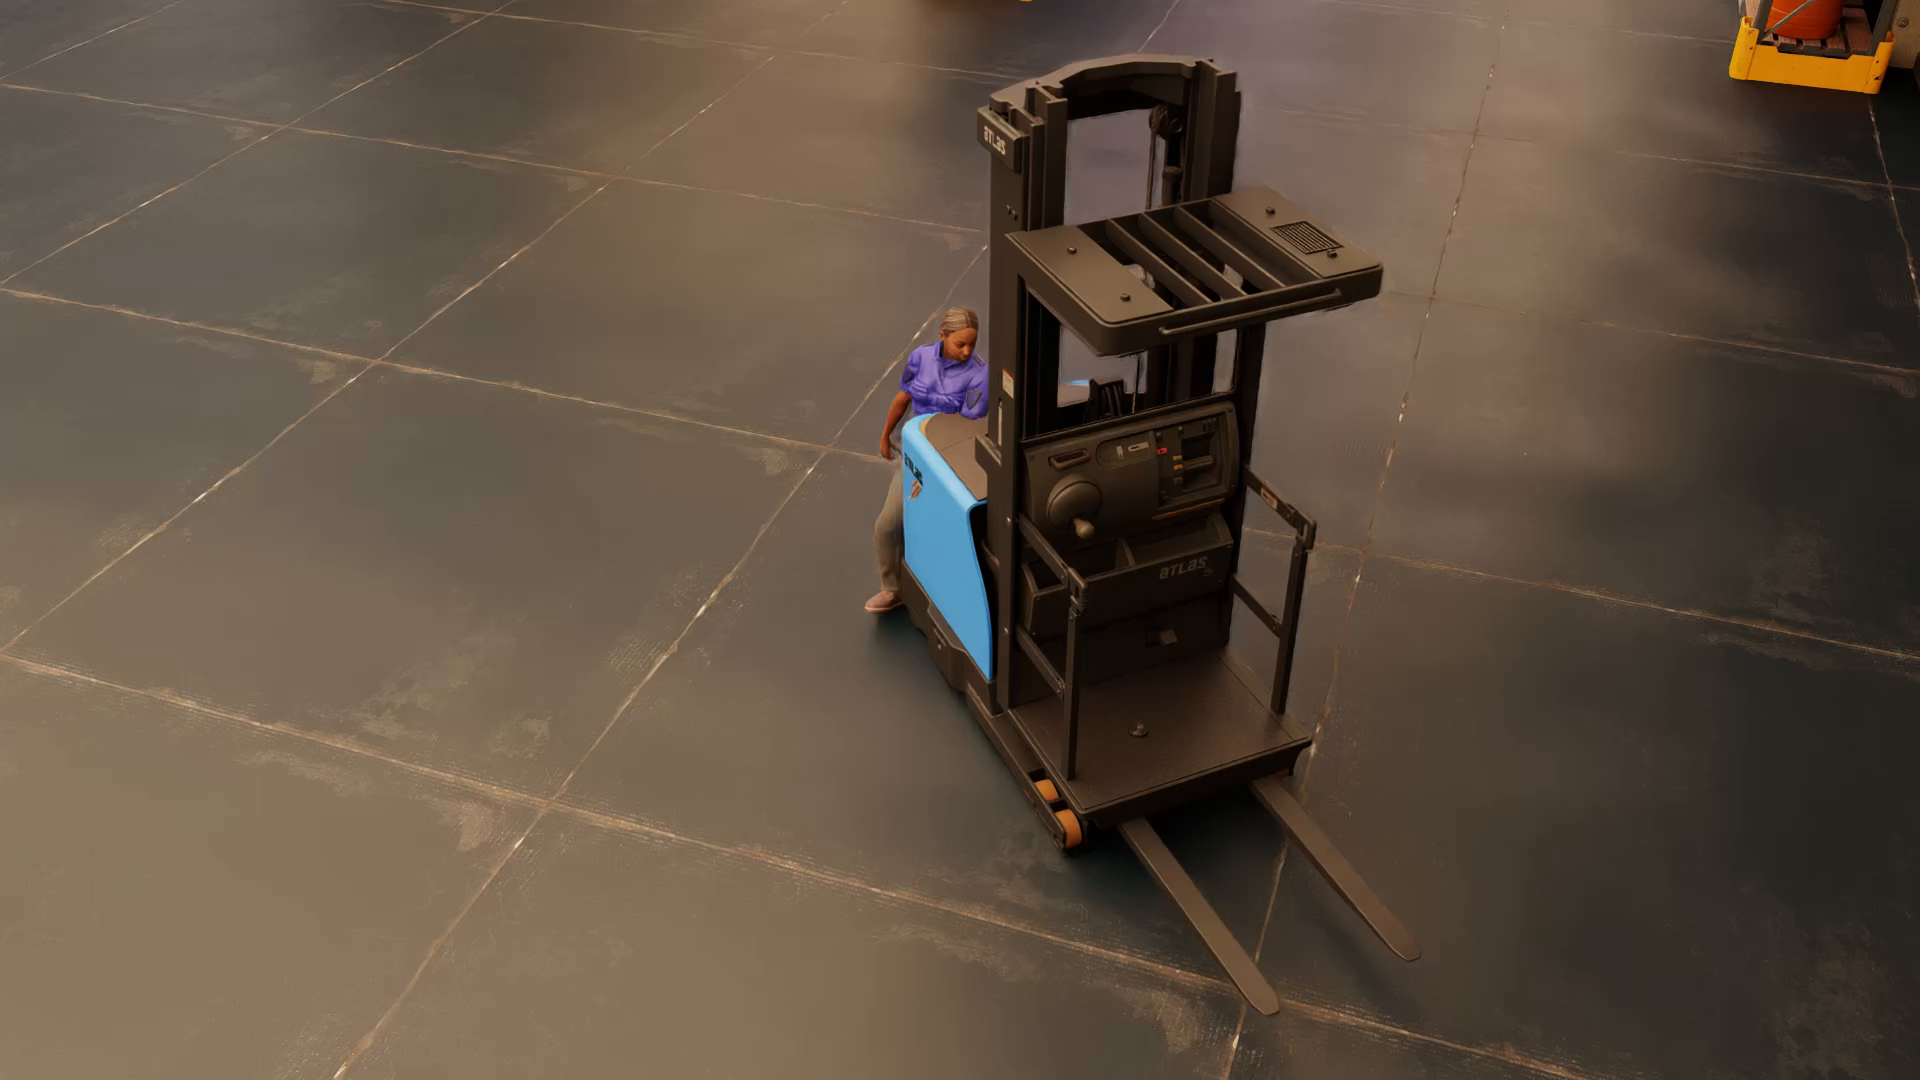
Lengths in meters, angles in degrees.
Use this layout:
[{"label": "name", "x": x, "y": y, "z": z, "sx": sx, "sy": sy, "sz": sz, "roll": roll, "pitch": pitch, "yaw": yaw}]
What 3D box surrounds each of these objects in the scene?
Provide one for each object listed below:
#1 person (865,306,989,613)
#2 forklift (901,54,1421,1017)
[{"label": "person", "x": -0.132, "y": -0.392, "z": 7.852, "sx": 0.615, "sy": 1.577, "sz": 0.814, "roll": 13, "pitch": 37, "yaw": 17}, {"label": "forklift", "x": 0.777, "y": -0.207, "z": 6.403, "sx": 1.130, "sy": 2.935, "sz": 3.031, "roll": -14, "pitch": 38, "yaw": -19}]
